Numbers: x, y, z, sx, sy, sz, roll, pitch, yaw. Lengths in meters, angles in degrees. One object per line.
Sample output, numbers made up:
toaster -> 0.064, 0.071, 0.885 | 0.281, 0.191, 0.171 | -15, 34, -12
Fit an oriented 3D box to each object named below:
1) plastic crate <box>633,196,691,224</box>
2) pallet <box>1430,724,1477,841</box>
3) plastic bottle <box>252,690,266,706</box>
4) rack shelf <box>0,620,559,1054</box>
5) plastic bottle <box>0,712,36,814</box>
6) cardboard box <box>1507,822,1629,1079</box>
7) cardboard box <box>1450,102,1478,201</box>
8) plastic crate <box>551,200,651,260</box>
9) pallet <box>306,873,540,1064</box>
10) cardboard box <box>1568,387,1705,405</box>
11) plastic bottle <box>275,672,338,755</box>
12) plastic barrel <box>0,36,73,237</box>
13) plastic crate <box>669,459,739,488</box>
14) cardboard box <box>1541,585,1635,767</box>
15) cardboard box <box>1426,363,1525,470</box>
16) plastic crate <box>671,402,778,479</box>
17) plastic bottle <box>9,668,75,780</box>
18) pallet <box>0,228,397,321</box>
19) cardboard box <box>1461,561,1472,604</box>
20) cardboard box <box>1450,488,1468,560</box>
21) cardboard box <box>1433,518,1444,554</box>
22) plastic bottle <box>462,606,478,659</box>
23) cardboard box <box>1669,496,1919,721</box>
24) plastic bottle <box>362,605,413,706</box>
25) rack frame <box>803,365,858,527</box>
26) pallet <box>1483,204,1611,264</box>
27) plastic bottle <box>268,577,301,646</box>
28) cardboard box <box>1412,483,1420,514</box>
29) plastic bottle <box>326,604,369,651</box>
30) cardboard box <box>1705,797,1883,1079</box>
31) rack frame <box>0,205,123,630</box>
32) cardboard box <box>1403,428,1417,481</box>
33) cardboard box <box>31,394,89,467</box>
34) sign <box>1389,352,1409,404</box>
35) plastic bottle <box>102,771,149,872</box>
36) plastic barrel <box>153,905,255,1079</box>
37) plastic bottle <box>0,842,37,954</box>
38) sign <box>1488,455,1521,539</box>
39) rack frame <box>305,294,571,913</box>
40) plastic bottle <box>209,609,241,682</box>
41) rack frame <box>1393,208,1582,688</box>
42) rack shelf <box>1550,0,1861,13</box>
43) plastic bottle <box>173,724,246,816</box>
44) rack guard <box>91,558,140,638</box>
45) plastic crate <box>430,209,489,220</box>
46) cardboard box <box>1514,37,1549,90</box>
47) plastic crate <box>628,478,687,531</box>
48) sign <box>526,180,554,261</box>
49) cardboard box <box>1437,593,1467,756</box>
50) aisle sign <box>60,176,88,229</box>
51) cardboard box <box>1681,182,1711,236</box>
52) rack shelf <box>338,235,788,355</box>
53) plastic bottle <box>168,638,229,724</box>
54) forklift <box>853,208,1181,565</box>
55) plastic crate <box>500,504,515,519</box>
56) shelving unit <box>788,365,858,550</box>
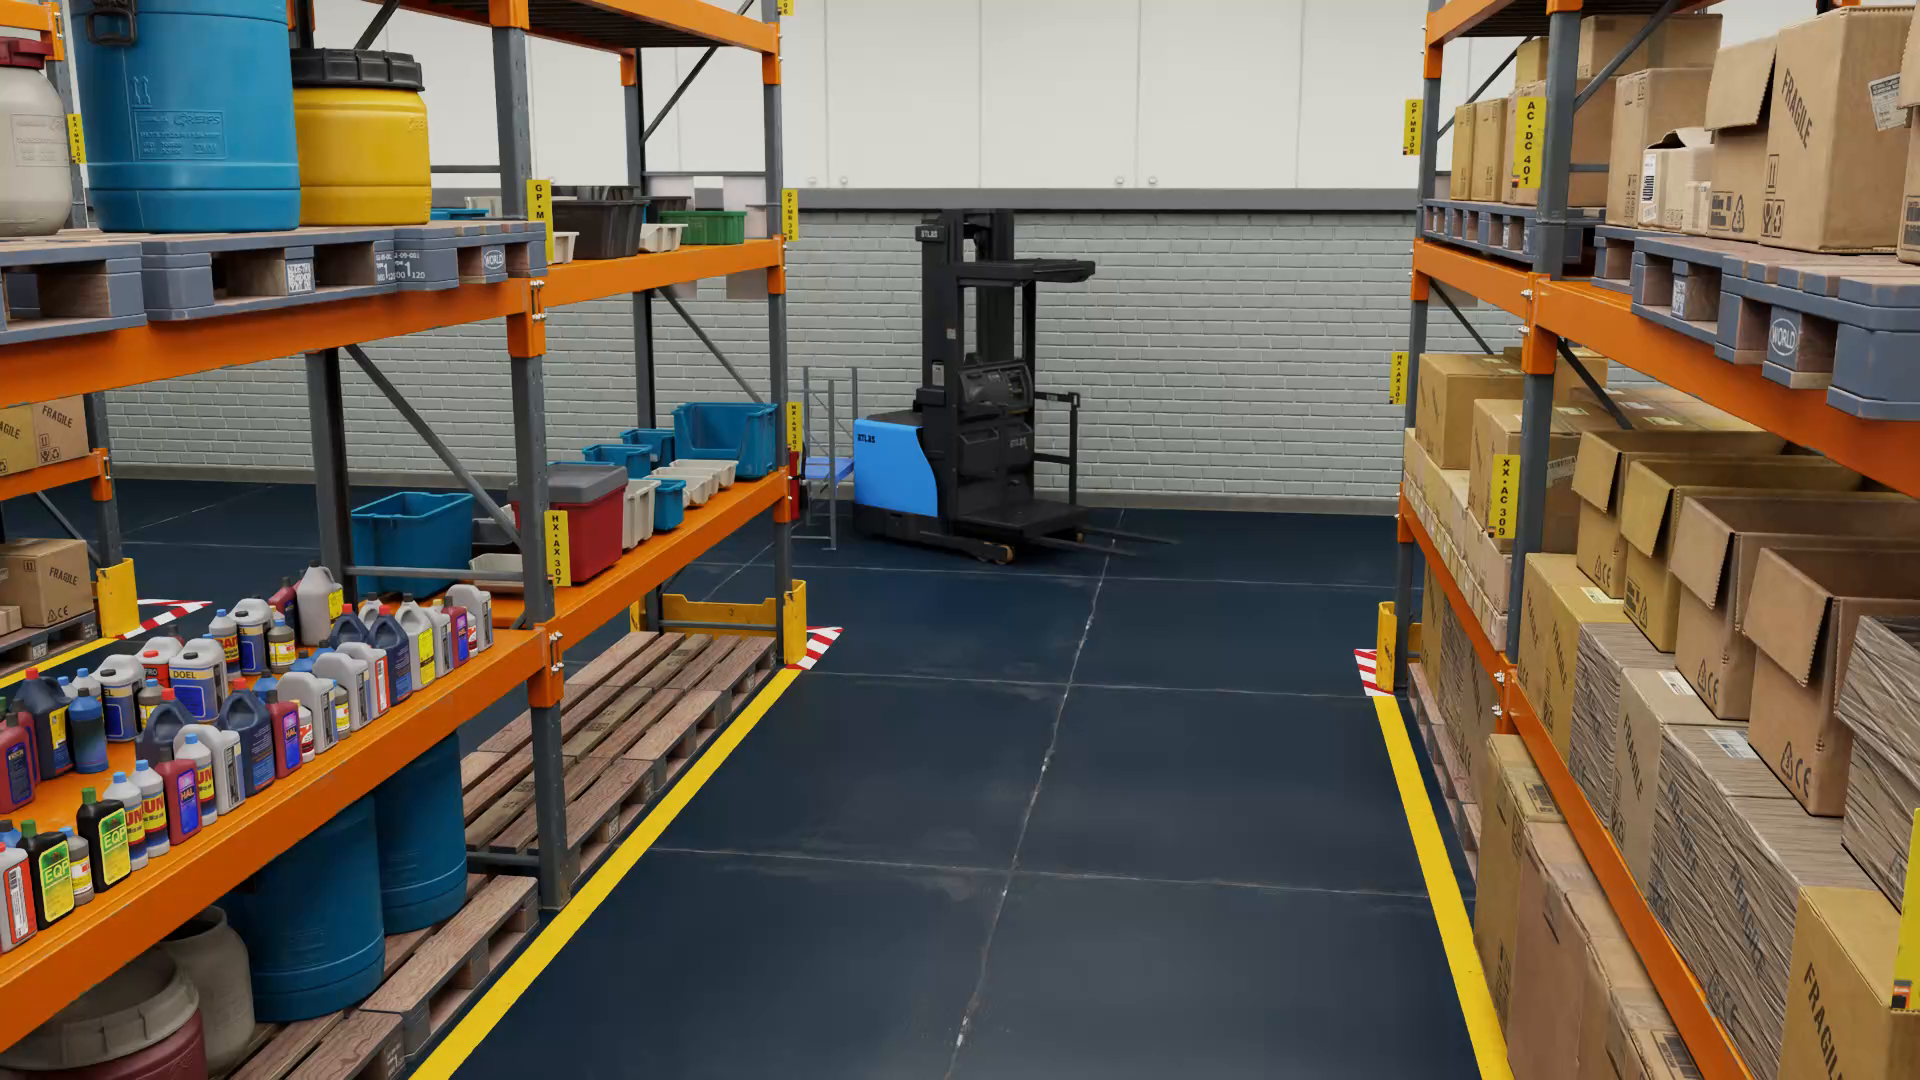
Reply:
plastic crate -> -1.970, -2.011, 10.397 | 0.497, 0.269, 0.590 | 2, 12, 9
pallet -> 3.023, 1.266, 8.619 | 1.003, 0.211, 1.213 | 2, 12, 9
plastic bottle -> -2.253, 0.616, 5.320 | 0.097, 0.271, 0.097 | 0, 12, 0
rack shelf -> -2.558, 0.921, 5.310 | 1.077, 0.370, 4.000 | 2, 12, 9
plastic bottle -> -2.878, 0.672, 5.030 | 0.061, 0.283, 0.133 | 2, 12, 9
cardboard box -> 2.429, 1.466, 5.116 | 1.225, 0.875, 0.875 | 1, 12, 7
cardboard box -> 3.026, -2.066, 8.868 | 0.700, 0.500, 0.500 | 1, 12, 7
plastic crate -> -1.788, -1.500, 8.022 | 0.497, 0.269, 0.590 | 2, 12, 9
pallet -> -2.410, 1.675, 6.720 | 1.003, 0.211, 1.213 | 2, 12, 9
cardboard box -> 3.129, -0.428, 7.728 | 0.500, 0.500, 0.500 | 1, 12, 7
plastic bottle -> -2.181, 0.563, 5.555 | 0.152, 0.276, 0.135 | 2, 12, 9
plastic barrel -> -2.742, -1.127, 4.662 | 0.433, 0.535, 0.433 | 0, 12, 0
plastic crate -> -1.581, -0.405, 10.236 | 0.396, 0.136, 0.243 | 2, 12, 9
cardboard box -> 2.250, 0.456, 5.518 | 0.500, 0.500, 0.500 | 2, 12, 9
cardboard box -> 2.768, -0.655, 8.783 | 0.500, 0.500, 0.500 | 2, 12, 7
plastic crate -> -1.502, -0.651, 10.668 | 0.616, 0.435, 0.499 | 2, 12, 9
plastic bottle -> -2.934, 0.575, 5.321 | 0.144, 0.351, 0.185 | 2, 12, 9
pallet -> -2.446, -0.819, 5.002 | 1.003, 0.211, 1.213 | 2, 12, 9
cardboard box -> 2.486, 0.201, 7.536 | 0.380, 0.149, 0.250 | 2, 12, 10
cardboard box -> 2.608, -0.074, 7.865 | 0.500, 0.250, 0.500 | 2, 12, 10
cardboard box -> 2.643, -0.013, 8.532 | 0.380, 0.149, 0.250 | 2, 12, 7
plastic bottle -> -1.982, 0.367, 6.641 | 0.097, 0.201, 0.097 | 0, 12, 0
cardboard box -> 2.357, 0.179, 4.423 | 0.797, 0.503, 0.637 | 2, 12, 10
plastic bottle -> -2.097, 0.417, 6.055 | 0.144, 0.351, 0.185 | 2, 12, 9
rack frame -> -1.196, -0.868, 15.462 | 0.500, 1.500, 0.032 | 2, 12, 8
pallet -> 2.780, -1.280, 6.903 | 1.003, 0.211, 1.213 | 2, 12, 9
plastic bottle -> -2.749, 0.300, 6.759 | 0.061, 0.283, 0.133 | 2, 12, 9
cardboard box -> 2.801, -0.227, 9.522 | 0.380, 0.149, 0.250 | 2, 12, 7
plastic bottle -> -2.239, 0.412, 6.077 | 0.144, 0.351, 0.185 | 2, 12, 9
cardboard box -> 1.942, 0.882, 3.541 | 0.500, 0.500, 0.500 | 2, 12, 8
rack frame -> -6.529, -0.841, 11.778 | 1.000, 3.000, 0.127 | 2, 12, 9
cardboard box -> 2.919, -0.501, 9.846 | 0.500, 0.250, 0.500 | 2, 12, 7
cardboard box -> -6.329, -0.788, 11.294 | 0.500, 0.500, 0.500 | 2, 12, 10
sign -> 2.712, -1.001, 10.274 | 0.100, 0.325, 0.005 | 2, 12, 9
plastic bottle -> -2.307, 0.773, 4.591 | 0.097, 0.271, 0.097 | 0, 12, 0
plastic barrel -> -2.635, 1.538, 5.645 | 0.421, 0.512, 0.421 | 0, 12, 0
plastic bottle -> -2.408, 0.870, 4.131 | 0.152, 0.276, 0.135 | 2, 12, 9
sign -> 2.095, -0.167, 6.403 | 0.100, 0.325, 0.005 | 2, 12, 9
rack frame -> -2.250, 0.153, 7.166 | 1.000, 3.000, 0.127 | 2, 12, 9
plastic bottle -> -2.799, 0.399, 6.328 | 0.097, 0.271, 0.097 | 0, 12, 0
rack frame -> 3.259, -0.520, 10.285 | 1.000, 3.000, 0.127 | 2, 12, 9
rack shelf -> 2.336, -1.656, 3.975 | 1.077, 0.370, 4.000 | 2, 12, 9
plastic bottle -> -2.266, 0.678, 5.024 | 0.152, 0.276, 0.135 | 2, 12, 9
rack guard -> -6.540, 0.396, 11.968 | 1.175, 0.500, 0.348 | 2, 12, 9
plastic crate -> -2.425, -1.432, 7.795 | 0.416, 0.233, 0.300 | 2, 12, 9
cardboard box -> 2.939, -2.235, 7.875 | 0.500, 0.250, 0.500 | 1, 12, 7
plastic crate -> -1.697, -0.192, 9.018 | 0.416, 0.233, 0.300 | 2, 12, 9
sign -> -1.707, -1.300, 6.764 | 0.100, 0.325, 0.005 | 2, 12, 9
cardboard box -> 3.100, 0.639, 8.955 | 0.875, 0.875, 0.875 | 2, 12, 9
aisle sign -> -6.216, -2.117, 11.524 | 0.394, 0.787, 0.004 | 2, 12, 9
cardboard box -> 2.267, -0.931, 4.671 | 0.380, 0.149, 0.250 | 1, 12, 6
rack shelf -> -1.942, -1.378, 8.857 | 1.077, 0.370, 4.000 | 2, 12, 9
plastic bottle -> -2.690, 0.495, 5.872 | 0.152, 0.276, 0.135 | 2, 12, 9
forklift -> 0.474, -1.348, 14.290 | 3.031, 2.935, 1.130 | 10, 16, 39
plastic crate -> -2.279, -0.120, 8.914 | 0.293, 0.136, 0.466 | 2, 12, 9
shelving unit -> -1.266, -0.762, 14.970 | 0.538, 1.500, 1.048 | 2, 12, 8
